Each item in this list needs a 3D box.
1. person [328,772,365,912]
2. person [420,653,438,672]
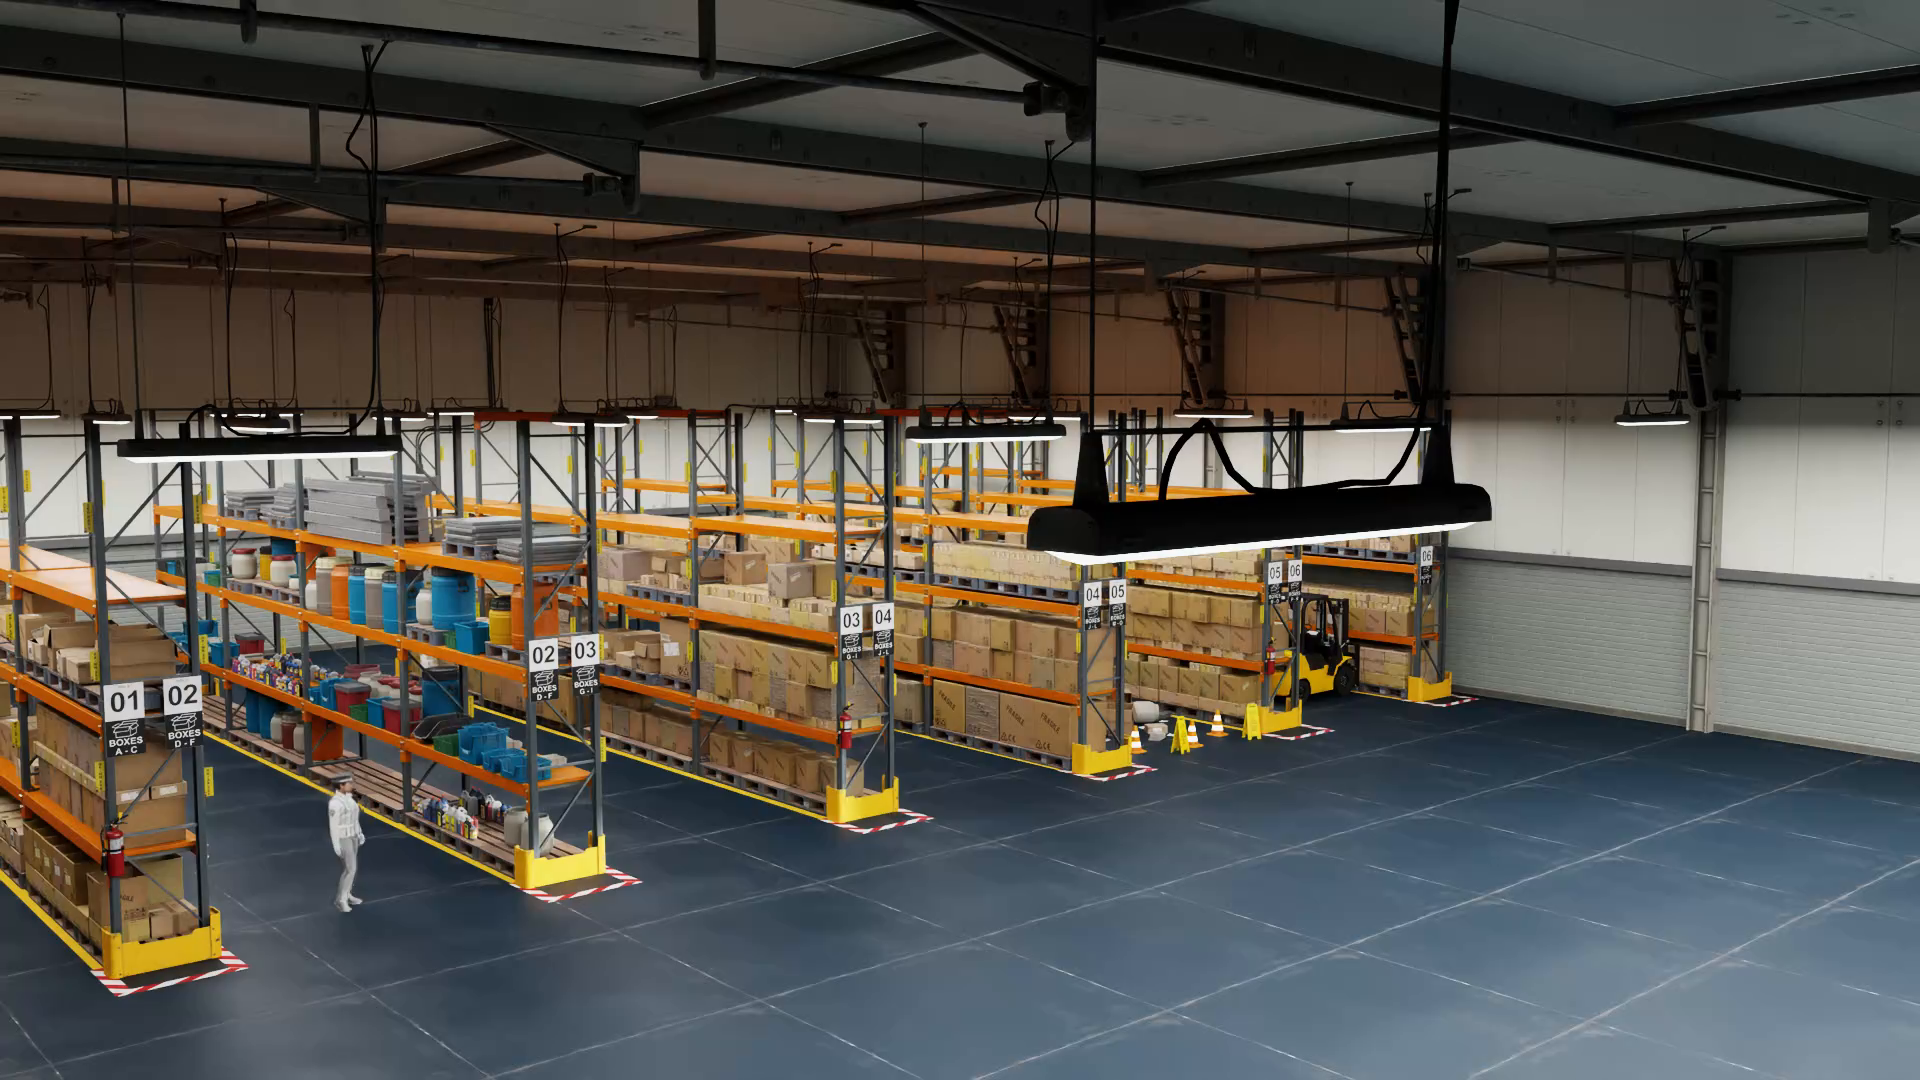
[{"bbox_3d":[-7.599,3.728,20.577,0.350,1.725,0.557,0,5,1],"label":"person"},{"bbox_3d":[-10.535,2.589,33.080,0.467,1.688,0.520,1,5,15],"label":"person"}]
